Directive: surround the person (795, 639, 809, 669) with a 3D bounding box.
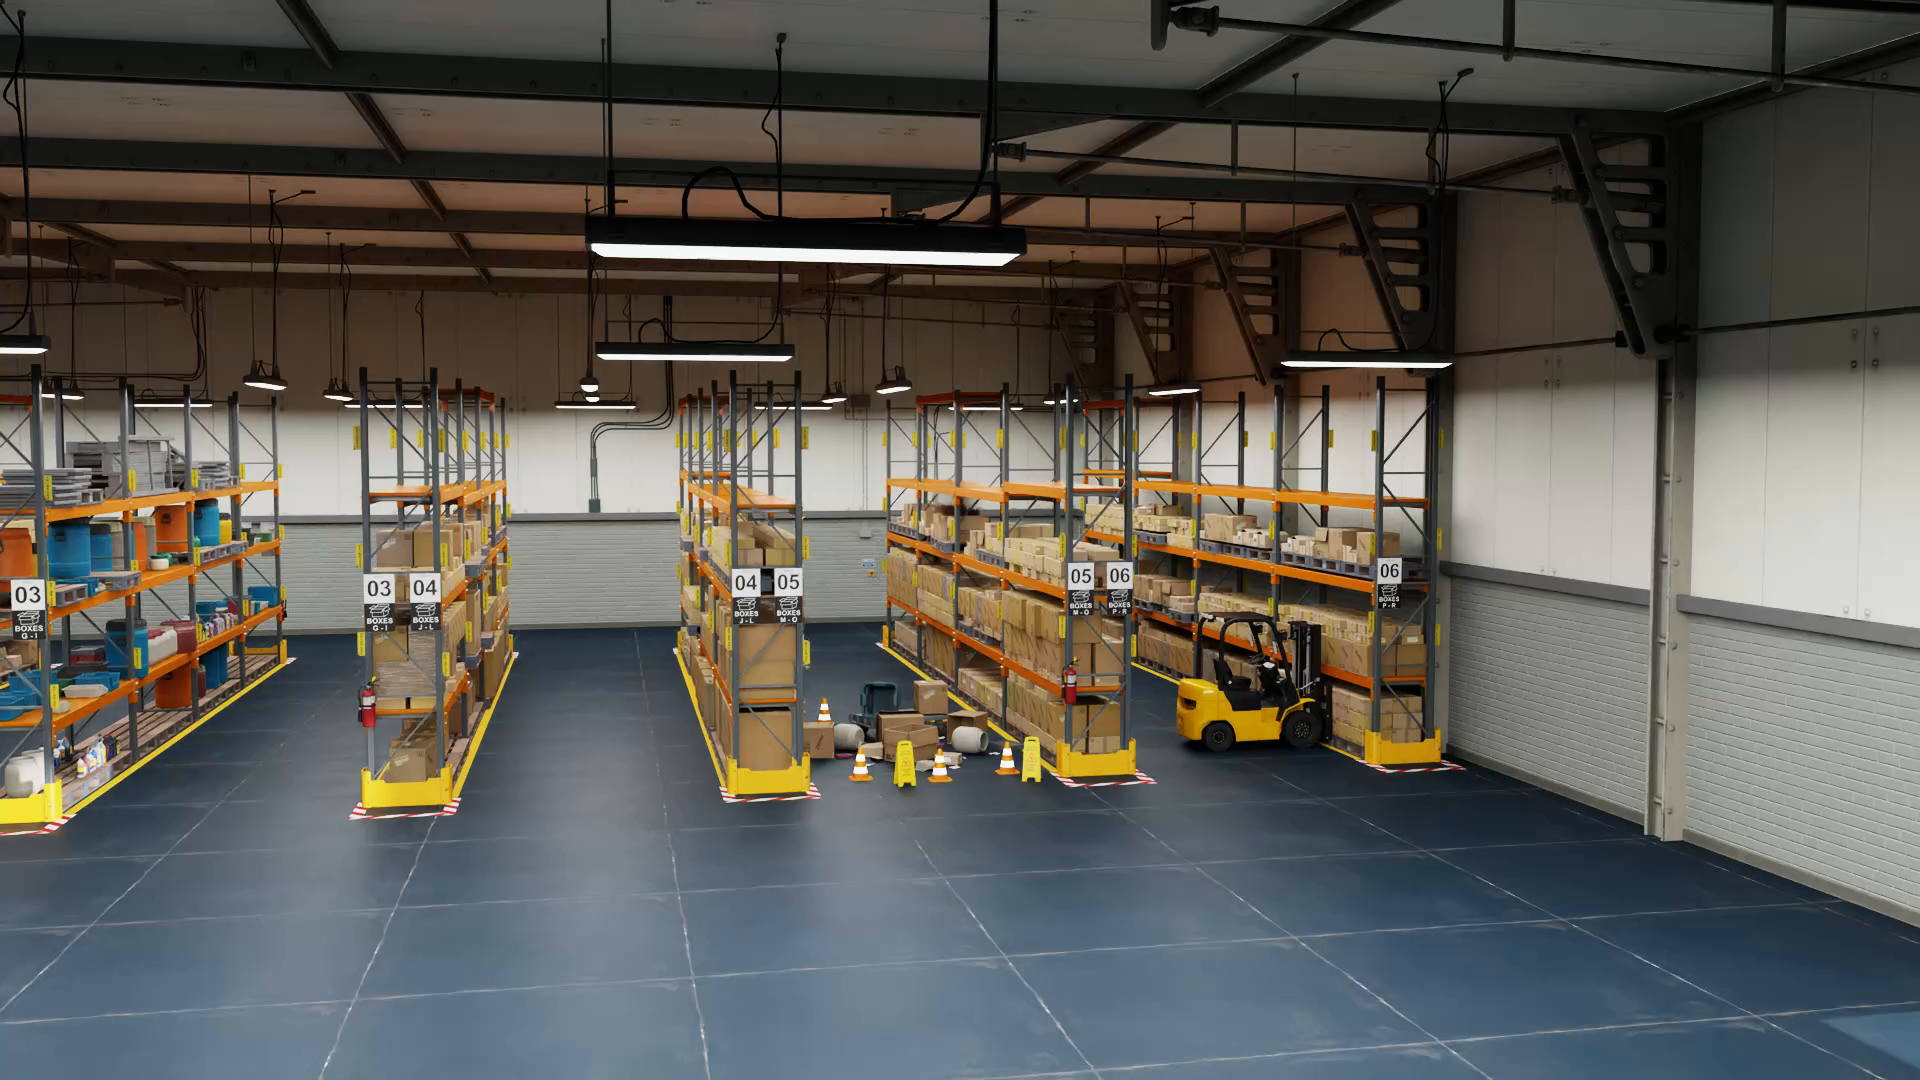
[{"bbox_3d":[-3.527,1.972,35.068,0.565,1.777,0.600,-1,4,-21],"label":"person"}]
